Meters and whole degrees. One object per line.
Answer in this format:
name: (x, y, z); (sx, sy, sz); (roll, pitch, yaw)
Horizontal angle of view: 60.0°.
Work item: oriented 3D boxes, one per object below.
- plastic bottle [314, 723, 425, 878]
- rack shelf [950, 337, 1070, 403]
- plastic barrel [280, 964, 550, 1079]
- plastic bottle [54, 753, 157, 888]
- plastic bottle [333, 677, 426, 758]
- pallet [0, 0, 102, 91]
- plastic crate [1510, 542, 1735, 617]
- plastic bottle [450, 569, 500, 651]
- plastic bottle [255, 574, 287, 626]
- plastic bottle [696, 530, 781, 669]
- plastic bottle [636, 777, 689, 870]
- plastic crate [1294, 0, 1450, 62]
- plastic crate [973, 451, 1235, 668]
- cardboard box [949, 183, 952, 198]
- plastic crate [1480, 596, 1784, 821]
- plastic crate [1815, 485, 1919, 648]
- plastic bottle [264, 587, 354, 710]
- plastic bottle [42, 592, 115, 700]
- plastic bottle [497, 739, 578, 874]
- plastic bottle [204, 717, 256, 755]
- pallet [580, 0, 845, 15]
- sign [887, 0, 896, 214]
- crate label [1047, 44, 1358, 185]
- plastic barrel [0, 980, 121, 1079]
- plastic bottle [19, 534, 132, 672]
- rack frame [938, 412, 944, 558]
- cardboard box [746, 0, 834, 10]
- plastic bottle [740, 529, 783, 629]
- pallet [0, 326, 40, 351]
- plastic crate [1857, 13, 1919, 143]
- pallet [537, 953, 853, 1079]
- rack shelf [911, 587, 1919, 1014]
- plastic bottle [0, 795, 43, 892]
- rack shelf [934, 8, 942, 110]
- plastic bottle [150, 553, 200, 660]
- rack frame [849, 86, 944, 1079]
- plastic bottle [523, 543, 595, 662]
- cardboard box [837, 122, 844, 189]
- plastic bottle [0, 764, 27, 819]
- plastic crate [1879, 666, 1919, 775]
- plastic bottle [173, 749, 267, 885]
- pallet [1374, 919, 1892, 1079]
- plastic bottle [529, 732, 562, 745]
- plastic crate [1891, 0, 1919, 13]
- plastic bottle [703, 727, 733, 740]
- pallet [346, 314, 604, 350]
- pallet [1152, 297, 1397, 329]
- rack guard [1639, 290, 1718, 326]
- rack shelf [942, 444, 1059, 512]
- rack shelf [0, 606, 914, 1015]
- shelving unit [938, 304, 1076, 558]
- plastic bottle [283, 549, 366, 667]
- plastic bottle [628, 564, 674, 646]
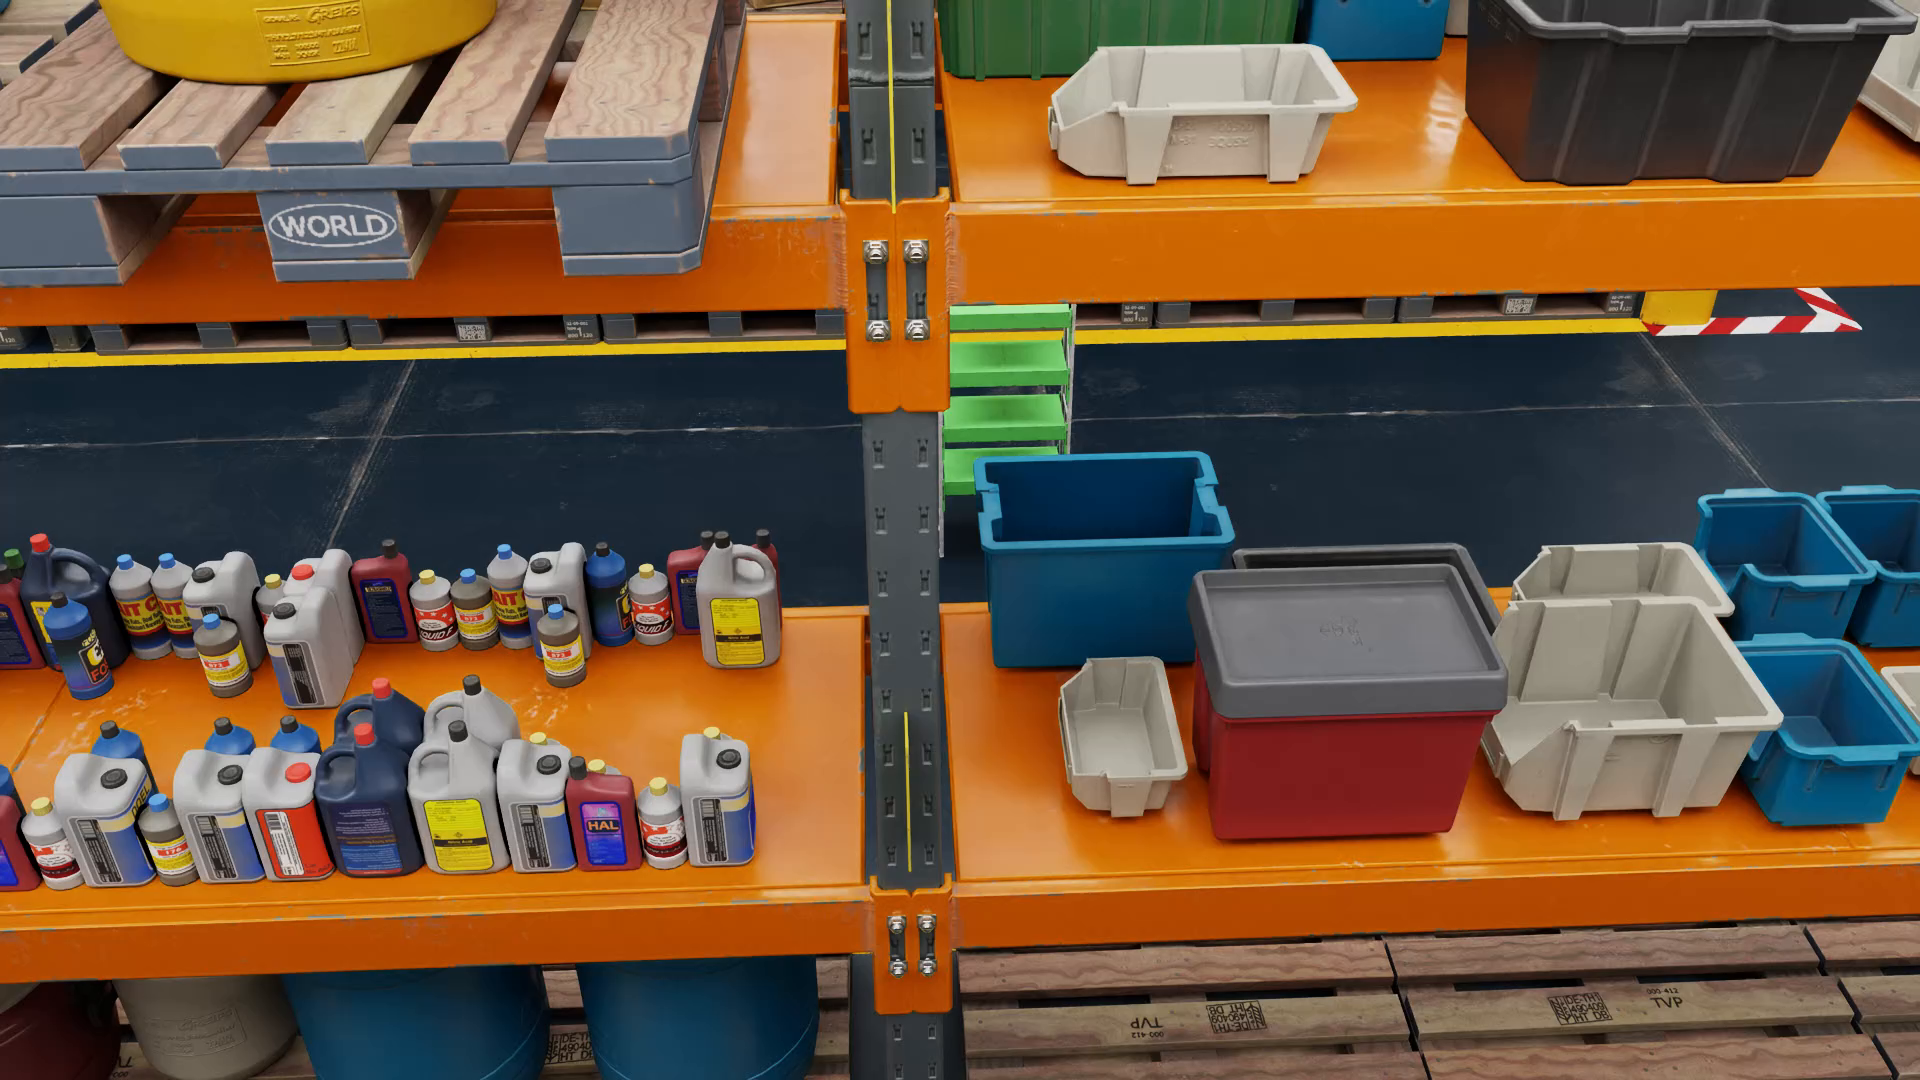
plastic bottle: (-1.211, 0.520, 3.406); (0.185, 0.351, 0.144); (-2, 35, -2)
rack shelf: (0.165, -0.643, 6.315); (0.480, 0.148, 0.258); (-2, 35, -2)
plastic barrel: (-1.375, 0.998, 4.146); (0.708, 0.901, 0.600); (-2, 35, -2)
plastic bottle: (-1.737, 0.563, 3.410); (0.135, 0.276, 0.152); (-2, 35, -2)
plastic bottle: (-1.218, 0.438, 3.524); (0.185, 0.351, 0.144); (-2, 35, -2)
pallet: (-2.035, -0.763, 2.746); (1.213, 0.211, 1.003); (-2, 35, -2)
plastic crate: (1.602, 0.150, 4.076); (0.466, 0.136, 0.293); (-2, 35, -2)
plastic bottle: (-1.184, 0.162, 4.055); (0.097, 0.201, 0.097); (0, 35, 0)
plastic bottle: (-1.646, 0.174, 4.037); (0.097, 0.201, 0.097); (0, 35, 0)
plastic bottle: (-0.531, 0.131, 3.969); (0.185, 0.351, 0.144); (-2, 35, -2)
plastic bottle: (-0.616, 0.579, 3.452); (0.097, 0.201, 0.097); (0, 35, 0)
plastic crate: (0.771, -1.086, 3.195); (0.300, 0.233, 0.416); (-2, 35, -2)
plastic crate: (0.327, 0.060, 3.989); (0.575, 0.384, 0.392); (-2, 35, -2)
cardboard box: (0.201, -1.861, 8.614); (0.500, 0.500, 0.500); (-2, 35, -2)
plastic crate: (1.410, 0.372, 3.628); (0.530, 0.282, 0.437); (-2, 35, -2)
plastic crate: (2.295, 0.075, 4.099); (0.300, 0.233, 0.416); (-2, 35, -2)
plastic bottle: (-1.522, 0.242, 3.873); (0.135, 0.276, 0.152); (-2, 35, -2)
plastic bottle: (-2.065, 0.239, 3.882); (0.097, 0.271, 0.097); (0, 35, 0)
plastic bottle: (-0.867, 0.539, 3.444); (0.135, 0.276, 0.152); (-2, 35, -2)
plastic bottle: (-1.530, 0.488, 3.522); (0.097, 0.271, 0.097); (0, 35, 0)
pallet: (-1.158, -2.493, 7.885); (1.213, 0.211, 1.003); (-2, 35, -2)
sign: (-0.099, -0.640, 2.396); (0.005, 0.325, 0.100); (-2, 35, -2)
crate label: (0.379, -0.690, 2.707); (0.466, 0.136, 0.293); (-2, 35, -2)
plastic barrel: (-2.503, 1.157, 4.192); (0.708, 0.588, 0.600); (-2, 35, -2)
plastic bottle: (-2.115, 0.139, 3.957); (0.185, 0.351, 0.144); (-2, 35, -2)
rack frame: (-0.078, -0.491, 6.405); (0.015, 1.200, 0.240); (-2, 35, -2)
cardboard box: (-0.838, -2.860, 7.790); (0.500, 0.500, 0.700); (-13, 37, -18)
plastic bottle: (-0.510, 0.099, 4.073); (0.133, 0.283, 0.061); (-2, 35, -2)
pallet: (-5.174, -1.277, 8.410); (1.213, 0.211, 1.003); (-2, 35, -2)
plastic crate: (1.820, -0.752, 2.797); (0.530, 0.136, 0.437); (-2, 35, -2)
pallet: (-0.896, 1.428, 4.501); (1.213, 0.211, 1.003); (-2, 35, -2)
rack shelf: (1.874, 0.526, 3.986); (4.000, 0.370, 1.077); (-2, 35, -2)
plastic bottle: (-1.966, 0.592, 3.361); (0.133, 0.283, 0.061); (-2, 35, -2)
rack shelf: (1.643, -2.290, 8.055); (4.000, 0.370, 1.077); (-2, 35, -2)
plastic bottle: (-1.878, 0.152, 4.008); (0.097, 0.271, 0.097); (0, 35, 0)
rack frame: (-0.124, 0.284, 3.704); (0.127, 3.000, 1.000); (-2, 35, -2)
plastic bottle: (-0.969, 0.141, 4.020); (0.135, 0.276, 0.152); (-2, 35, -2)
cardboard box: (-0.849, -1.810, 8.540); (0.500, 0.500, 0.500); (-3, 35, -4)
plastic bottle: (-1.987, 0.552, 3.429); (0.097, 0.271, 0.097); (0, 35, 0)
plastic crate: (2.204, 0.425, 3.680); (0.250, 0.136, 0.298); (-2, 35, -2)
plastic bottle: (-1.505, 0.557, 3.419); (0.135, 0.276, 0.152); (-2, 35, -2)
pallet: (1.831, 1.354, 4.608); (1.213, 0.211, 1.003); (-2, 35, -2)
plastic bottle: (-0.891, 0.500, 3.567); (0.097, 0.201, 0.097); (0, 35, 0)
plastic crate: (1.643, -1.124, 3.207); (0.530, 0.282, 0.437); (-2, 35, -2)
plastic bottle: (-0.526, 0.490, 3.581); (0.097, 0.201, 0.097); (0, 35, 0)
pallet: (-2.387, -1.307, 8.453); (1.213, 0.211, 1.003); (-2, 35, -2)
pallet: (1.553, -1.437, 8.642); (1.213, 0.211, 1.003); (-2, 35, -2)
rack guard: (3.565, -1.610, 8.636); (0.348, 0.500, 1.175); (-2, 35, -2)
rack shelf: (0.165, -0.248, 6.588); (0.480, 0.148, 0.258); (-2, 35, -2)
rack shelf: (-2.121, 0.634, 3.830); (4.000, 0.370, 1.077); (-2, 35, -2)
shelving unit: (0.165, -0.498, 6.415); (0.503, 1.200, 0.258); (-2, 35, -2)
plastic bottle: (-1.529, 0.156, 3.998); (0.135, 0.276, 0.152); (-2, 35, -2)
plastic bottle: (-0.758, 0.150, 4.072); (0.097, 0.201, 0.097); (0, 35, 0)
